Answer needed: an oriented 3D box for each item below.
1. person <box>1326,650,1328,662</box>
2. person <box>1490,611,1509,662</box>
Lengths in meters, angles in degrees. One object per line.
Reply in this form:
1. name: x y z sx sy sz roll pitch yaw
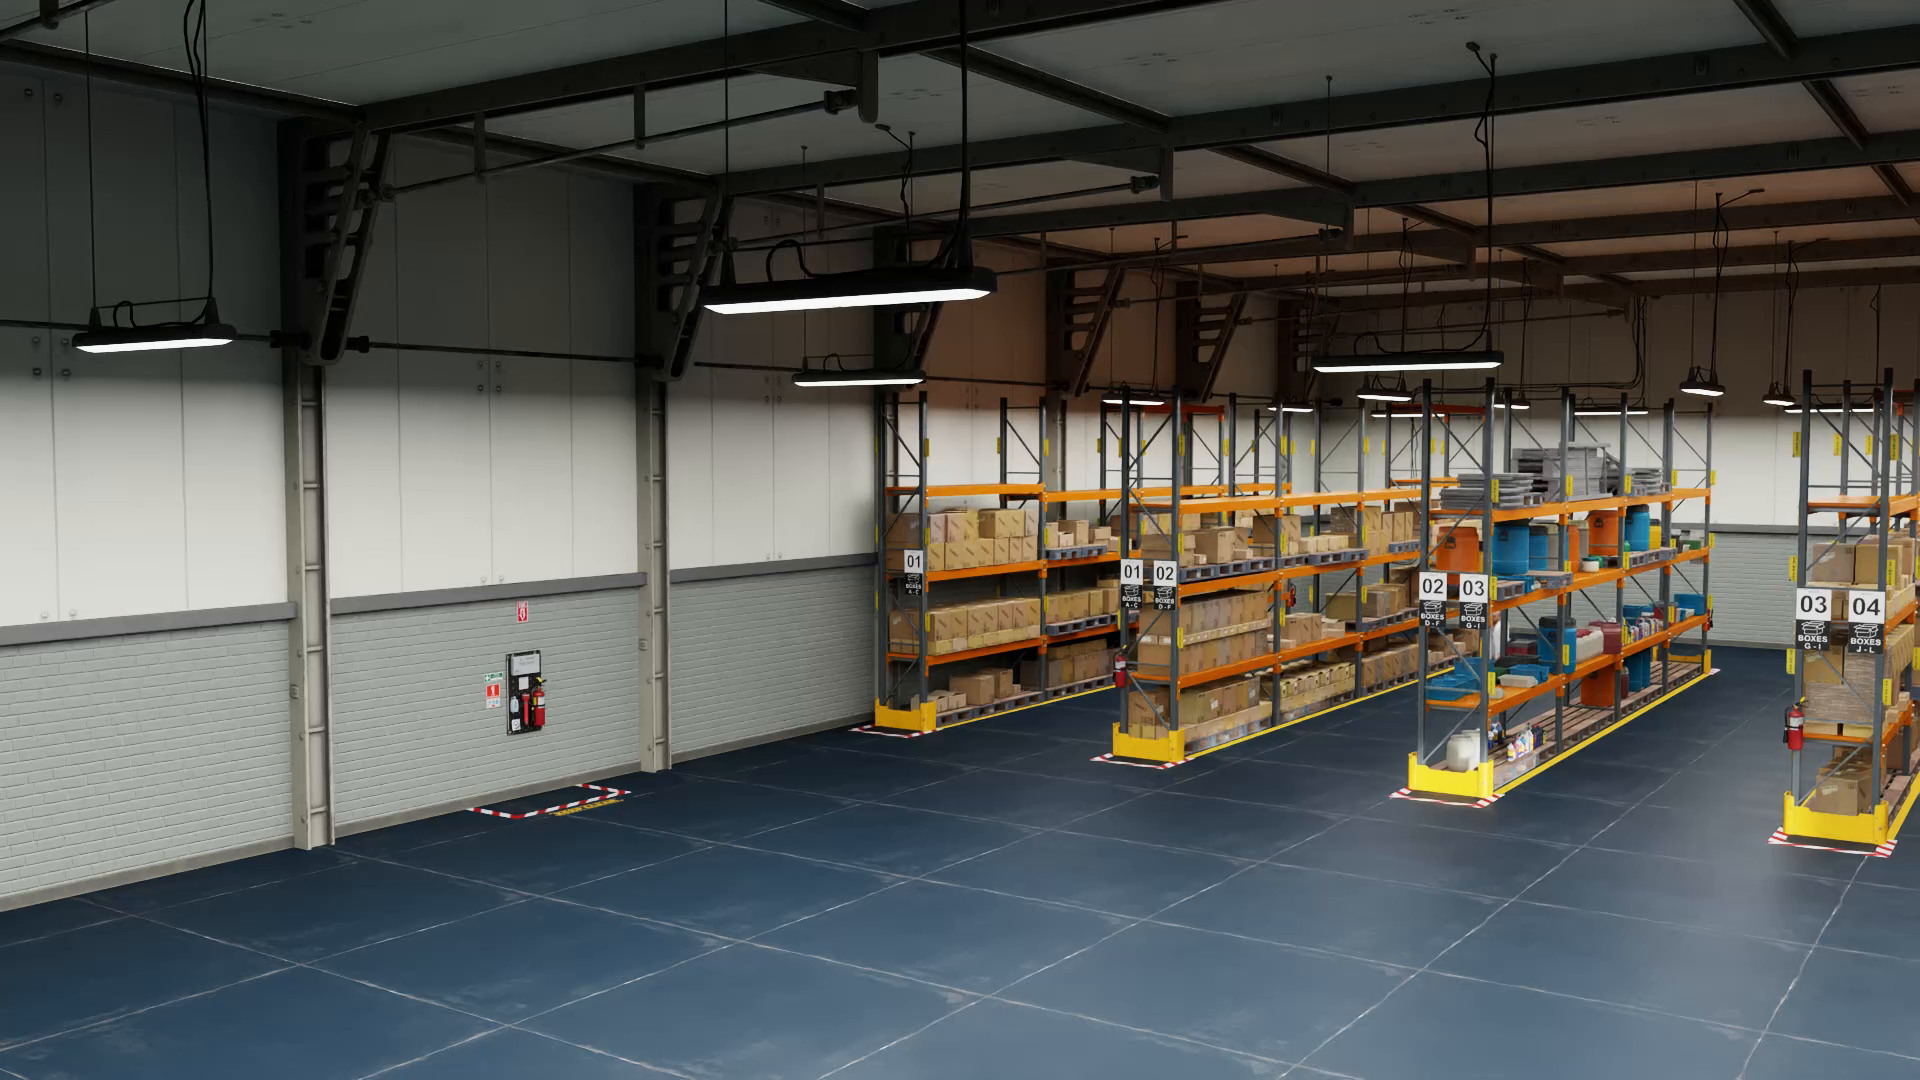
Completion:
1. person: 8.576 2.064 37.843 0.469 1.621 1.021 2 4 35
2. person: 10.655 2.269 33.203 0.575 1.717 1.114 2 4 29
